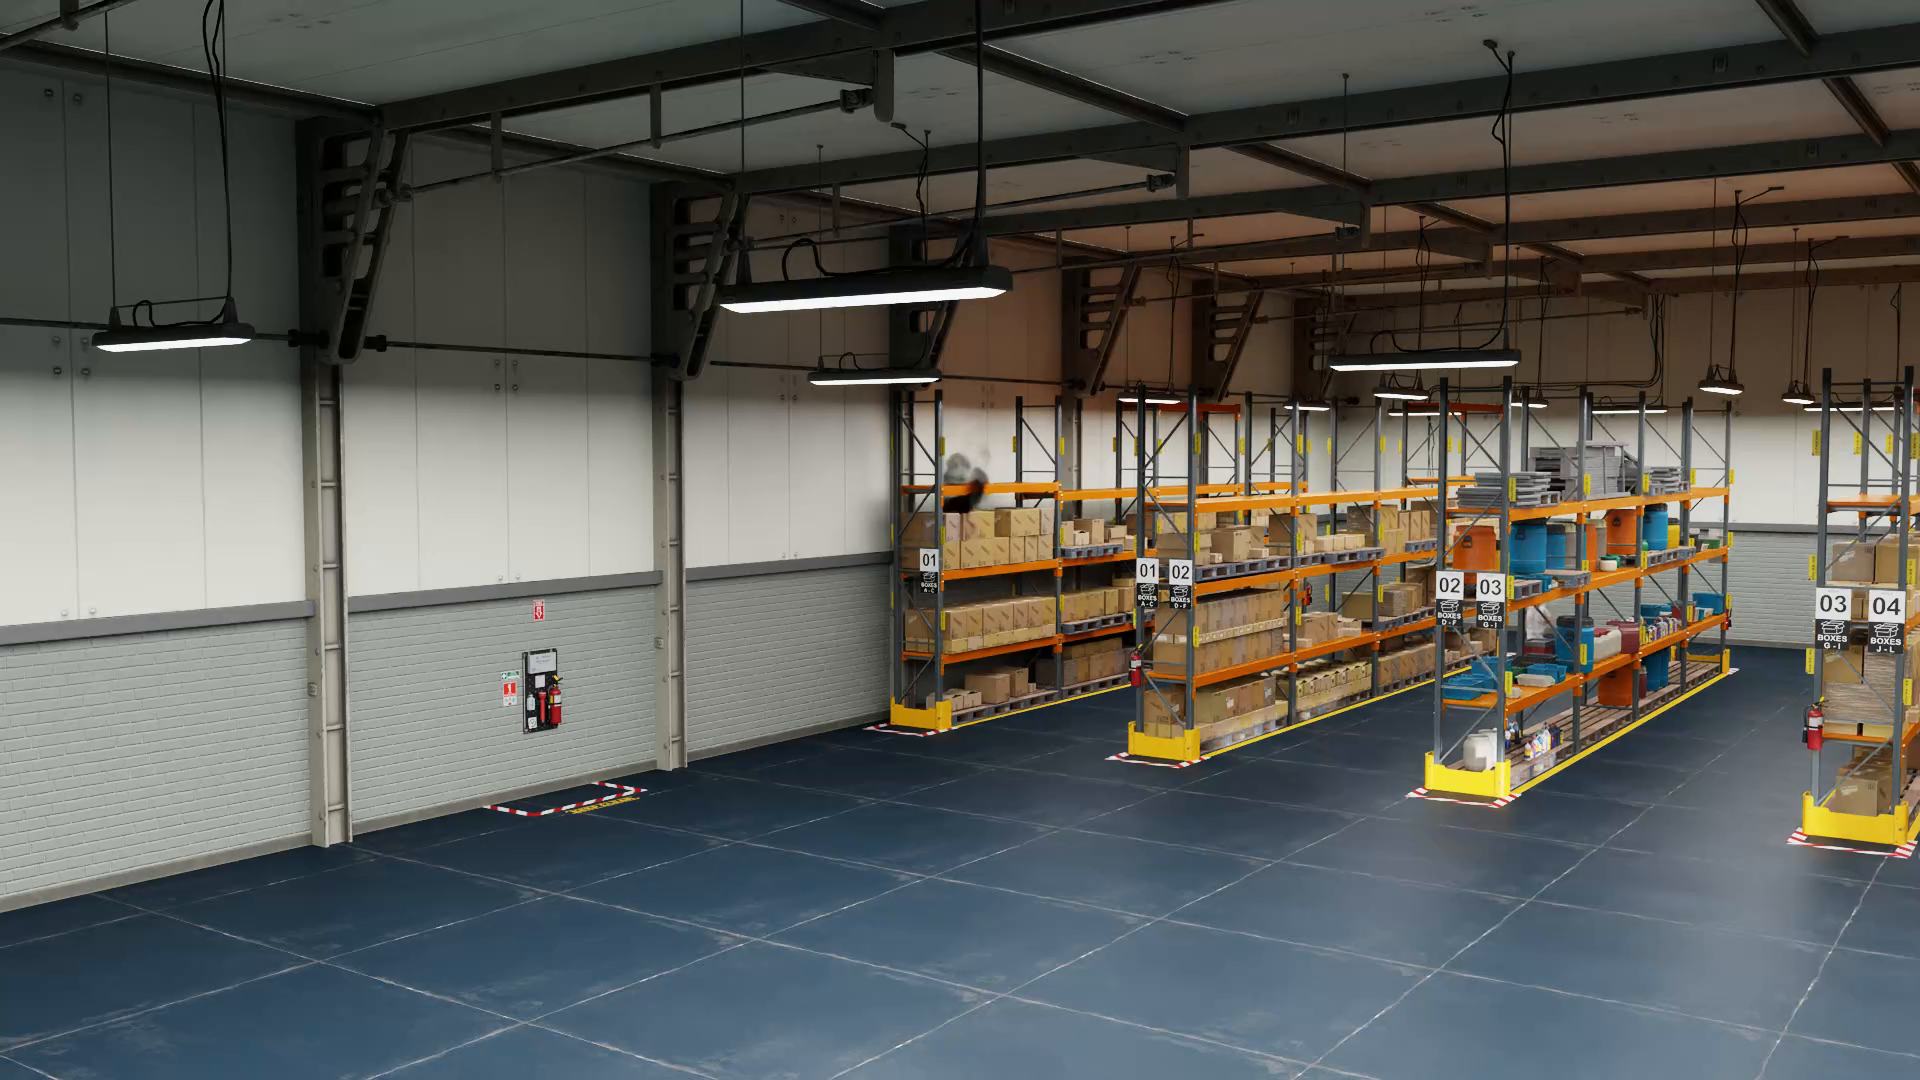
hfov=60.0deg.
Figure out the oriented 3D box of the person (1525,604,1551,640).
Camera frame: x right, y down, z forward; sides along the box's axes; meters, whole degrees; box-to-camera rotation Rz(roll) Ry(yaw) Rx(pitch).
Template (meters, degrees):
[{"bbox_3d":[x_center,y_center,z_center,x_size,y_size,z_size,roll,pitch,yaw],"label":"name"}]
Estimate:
[{"bbox_3d":[12.573,2.047,36.343,0.659,1.771,0.917,2,4,26],"label":"person"}]
